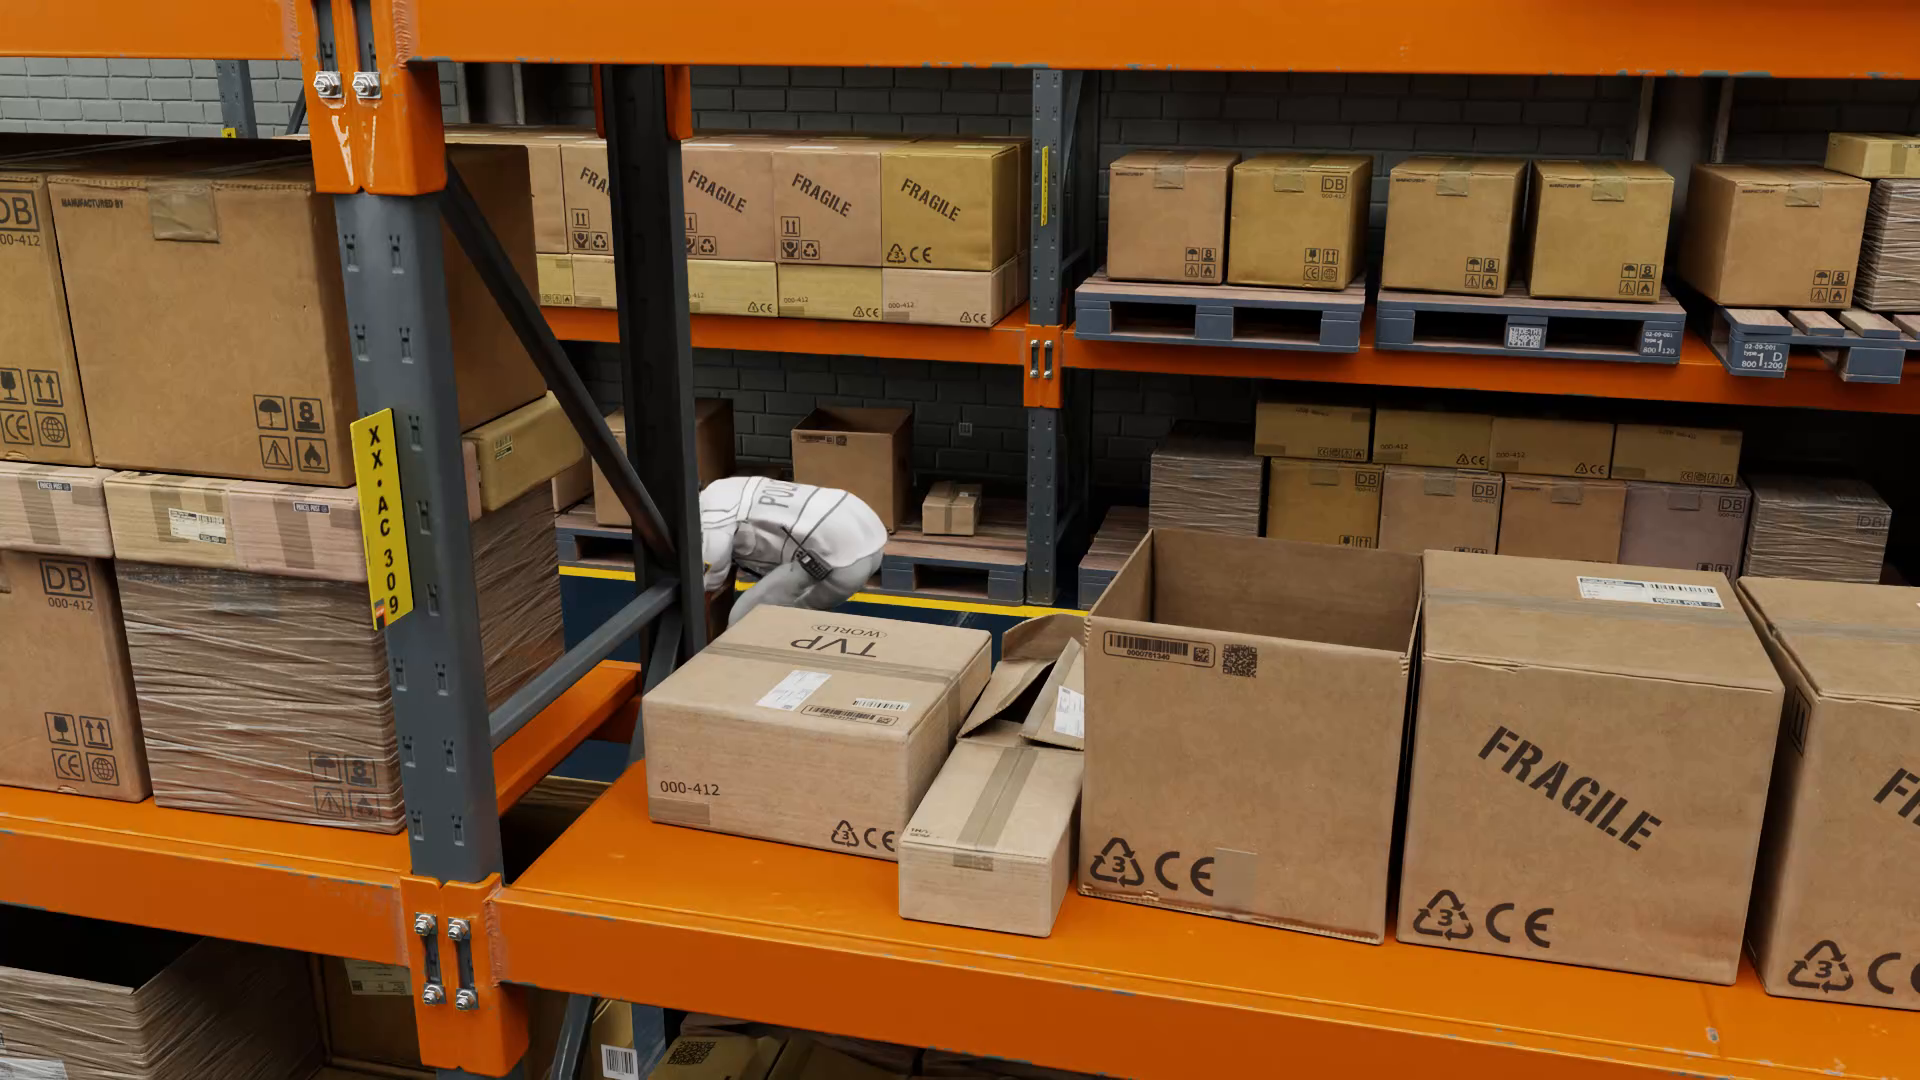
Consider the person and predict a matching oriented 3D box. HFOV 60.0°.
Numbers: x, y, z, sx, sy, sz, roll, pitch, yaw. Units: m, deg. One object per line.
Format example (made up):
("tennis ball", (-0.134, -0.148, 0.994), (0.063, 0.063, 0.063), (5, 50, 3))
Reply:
("person", (-0.754, 0.218, 6.515), (0.934, 0.966, 0.508), (4, 19, 11))
